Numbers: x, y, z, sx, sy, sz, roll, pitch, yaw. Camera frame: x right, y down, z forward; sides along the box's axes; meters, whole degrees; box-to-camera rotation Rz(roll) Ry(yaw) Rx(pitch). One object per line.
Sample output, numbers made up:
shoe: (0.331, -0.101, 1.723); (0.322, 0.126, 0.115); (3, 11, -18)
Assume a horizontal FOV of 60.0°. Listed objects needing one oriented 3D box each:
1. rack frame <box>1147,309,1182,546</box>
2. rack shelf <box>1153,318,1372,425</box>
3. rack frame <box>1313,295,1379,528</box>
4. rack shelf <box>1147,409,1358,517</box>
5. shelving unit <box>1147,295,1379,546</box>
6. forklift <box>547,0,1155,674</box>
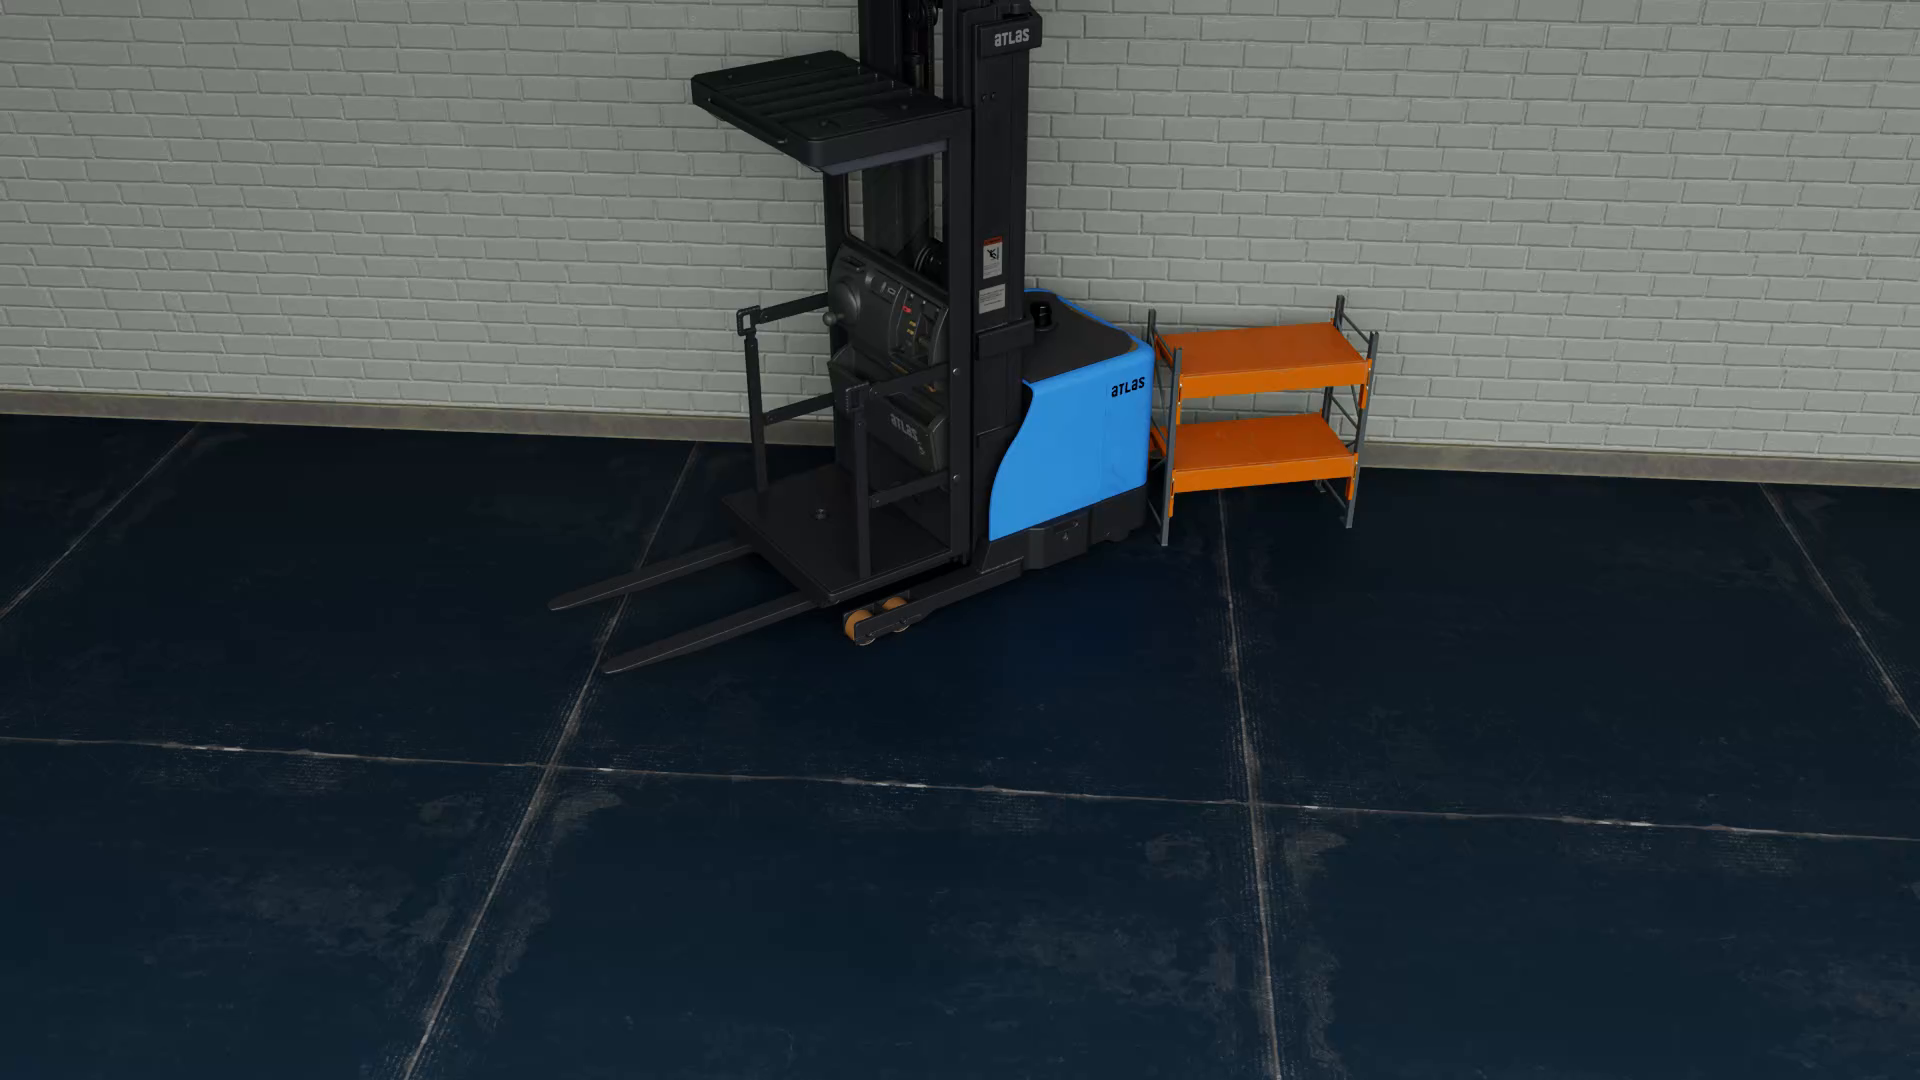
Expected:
rack frame: (1.026, -0.576, 8.613); (0.032, 1.125, 0.500); (-5, 32, -9)
rack shelf: (1.526, -0.873, 8.537); (1.000, 0.278, 0.538); (-5, 32, -9)
rack frame: (2.026, -0.671, 8.767); (0.032, 1.125, 0.500); (-5, 32, -9)
rack shelf: (1.526, -0.416, 8.818); (1.000, 0.278, 0.538); (-5, 32, -9)
shelving unit: (1.526, -0.624, 8.690); (1.048, 1.125, 0.538); (-5, 32, -9)
forklift: (-0.514, -1.062, 7.679); (3.031, 2.935, 1.130); (-20, 37, -29)
